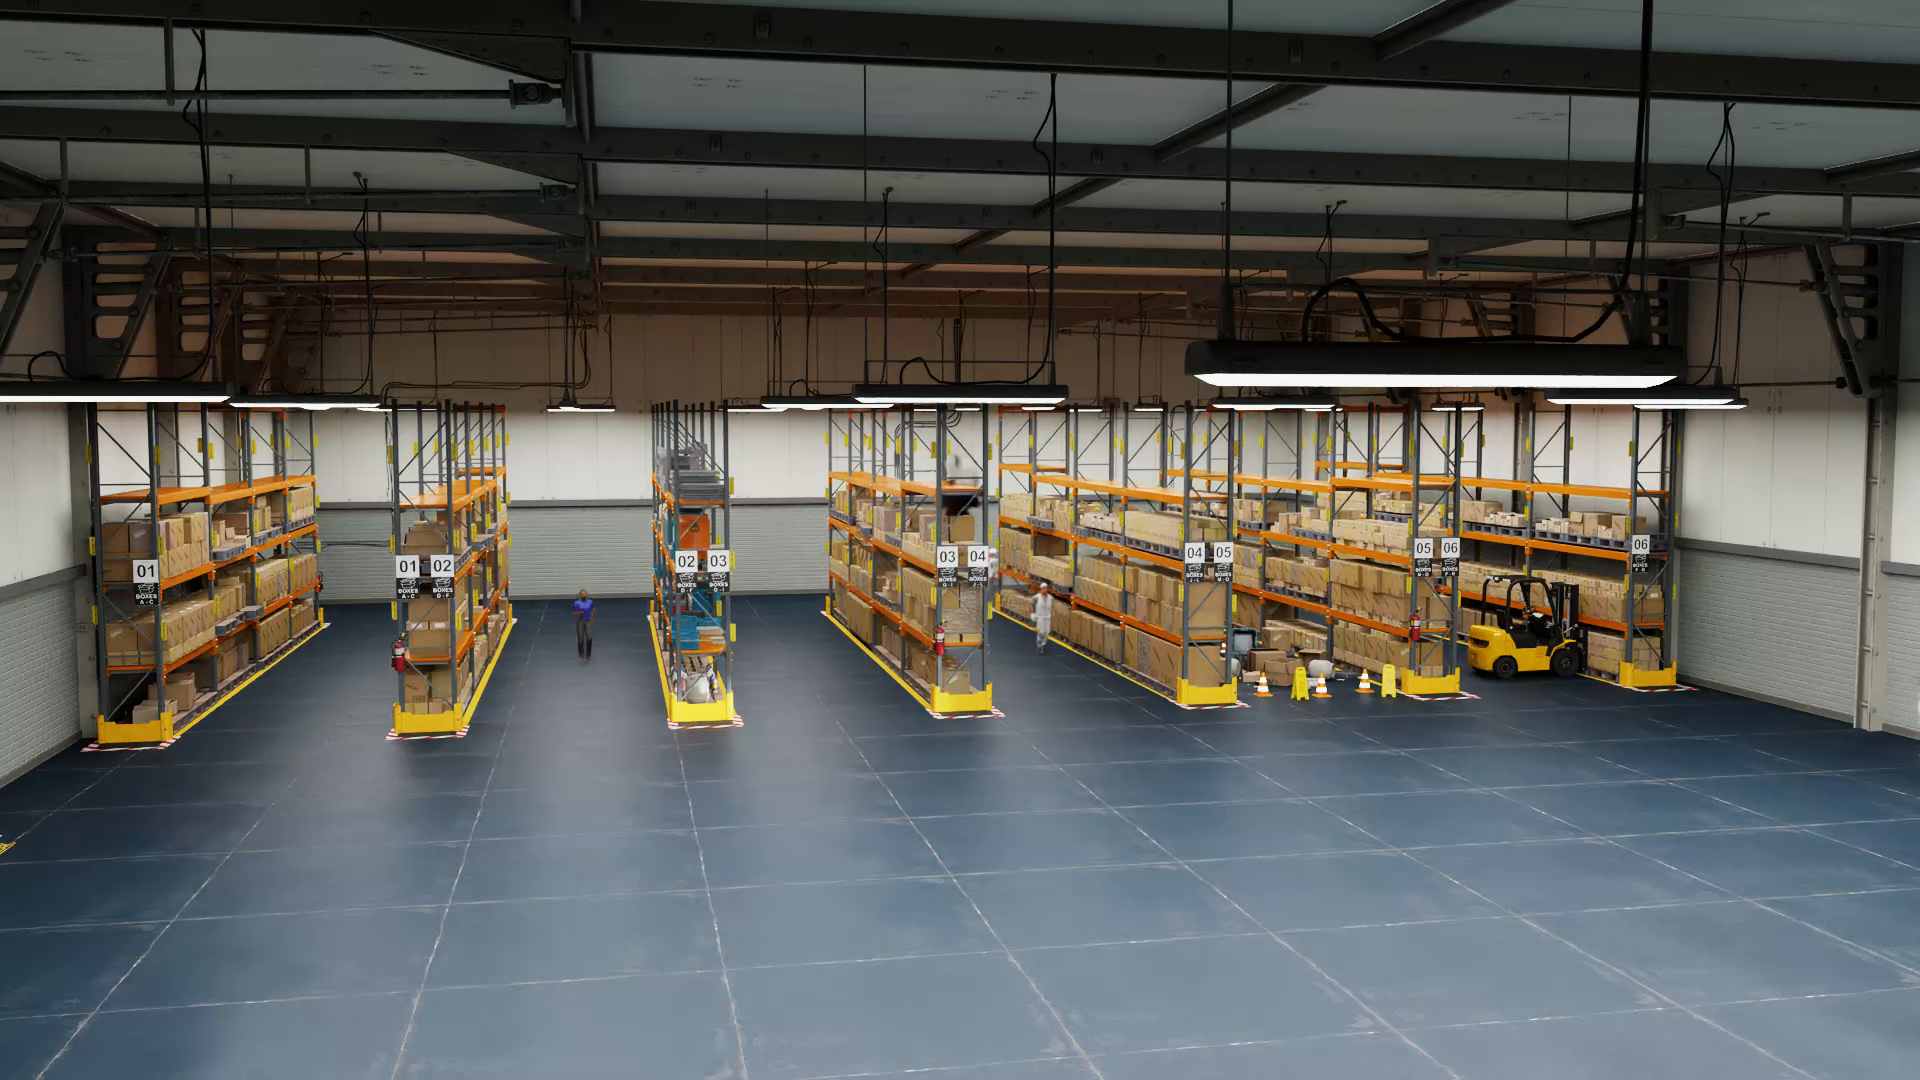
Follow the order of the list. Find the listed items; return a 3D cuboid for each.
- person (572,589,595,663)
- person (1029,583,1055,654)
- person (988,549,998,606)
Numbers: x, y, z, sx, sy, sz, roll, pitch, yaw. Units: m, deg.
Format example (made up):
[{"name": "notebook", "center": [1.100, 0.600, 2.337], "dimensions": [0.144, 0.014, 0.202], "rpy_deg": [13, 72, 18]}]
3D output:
[{"name": "person", "center": [-8.708, 1.996, 38.553], "dimensions": [0.556, 1.714, 0.714], "rpy_deg": [-2, 5, -21]}, {"name": "person", "center": [1.989, 1.870, 39.531], "dimensions": [0.589, 1.726, 0.728], "rpy_deg": [-1, 5, -17]}, {"name": "person", "center": [0.928, 1.123, 49.707], "dimensions": [0.537, 1.741, 0.691], "rpy_deg": [-1, 4, -13]}]
